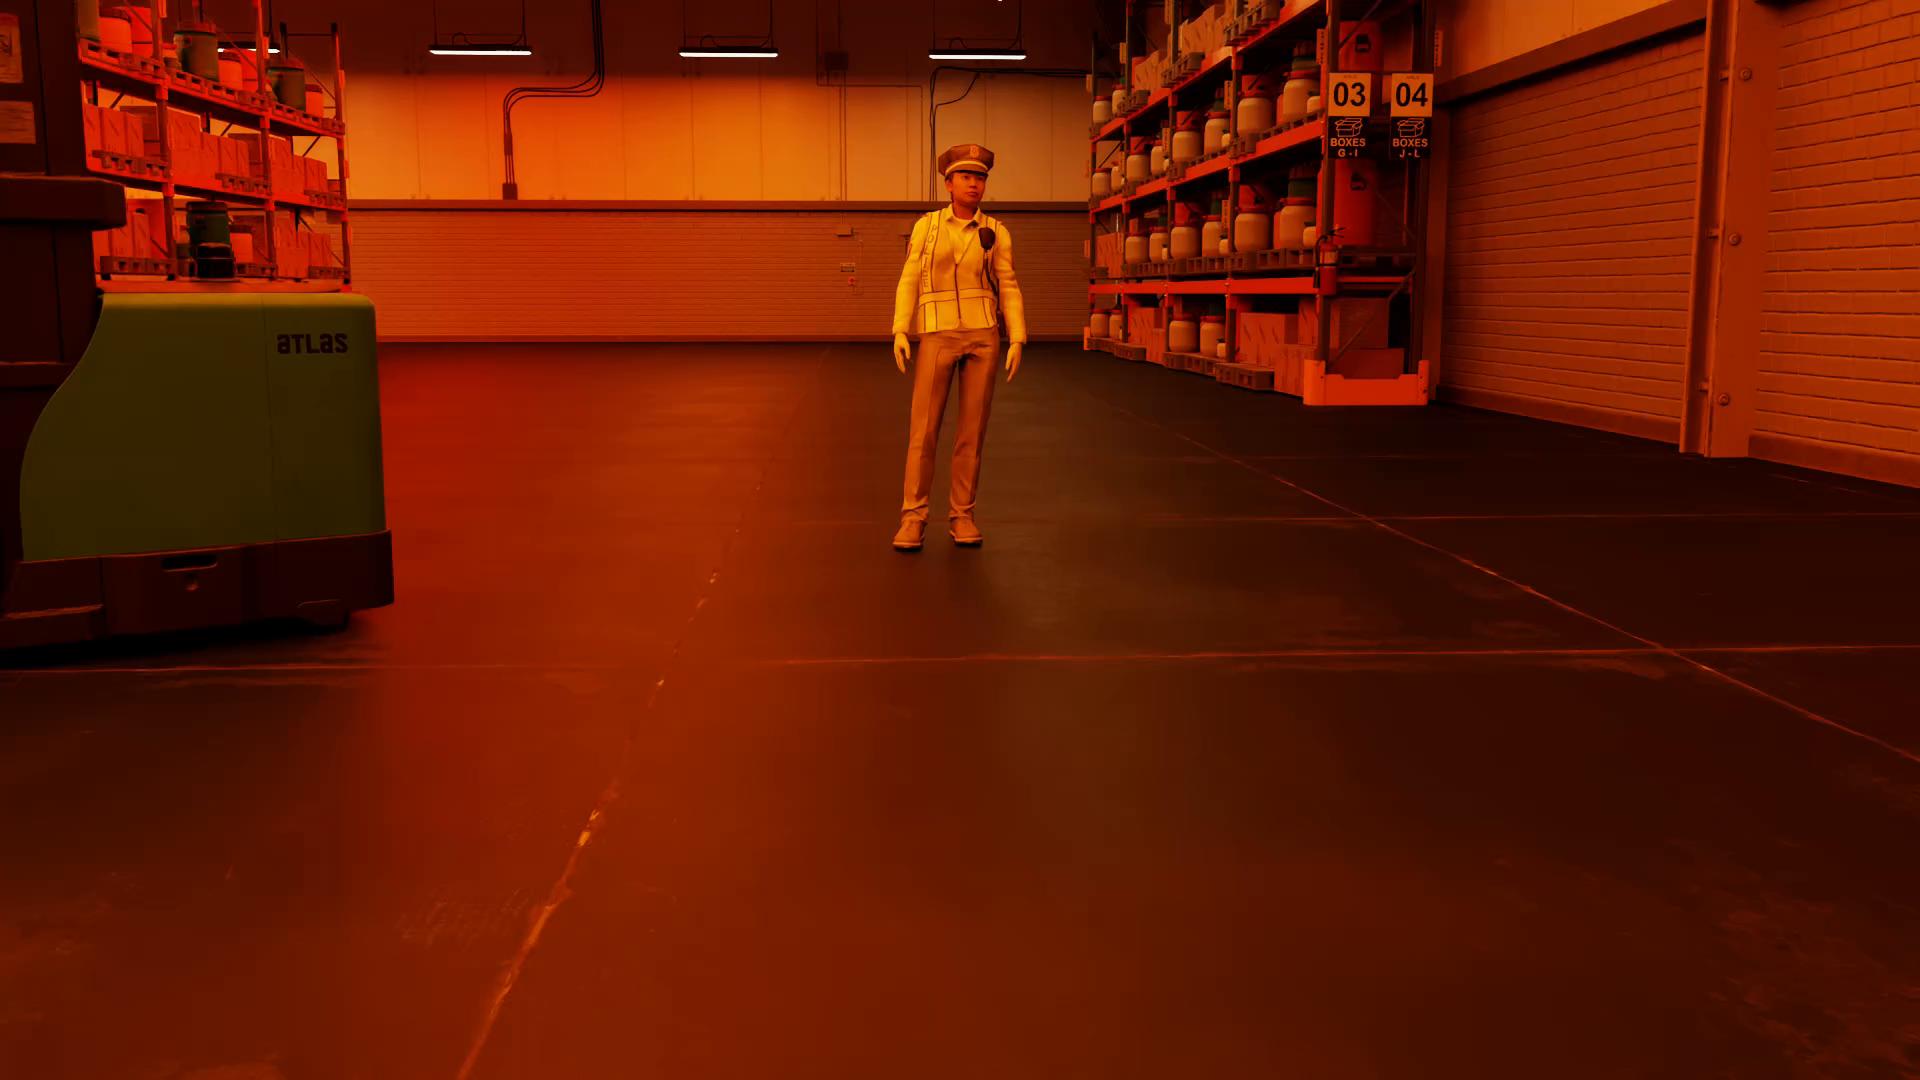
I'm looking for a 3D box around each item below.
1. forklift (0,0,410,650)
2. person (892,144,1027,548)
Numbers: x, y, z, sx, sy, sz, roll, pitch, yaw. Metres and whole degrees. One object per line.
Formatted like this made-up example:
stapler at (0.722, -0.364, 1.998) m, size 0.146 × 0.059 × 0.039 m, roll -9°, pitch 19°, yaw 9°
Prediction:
forklift at (-3.308, -1.107, 4.783) m, size 3.031 × 2.935 × 1.130 m, roll -6°, pitch 10°, yaw -35°
person at (-0.003, -0.835, 7.116) m, size 0.587 × 1.694 × 0.530 m, roll -1°, pitch 8°, yaw -4°
